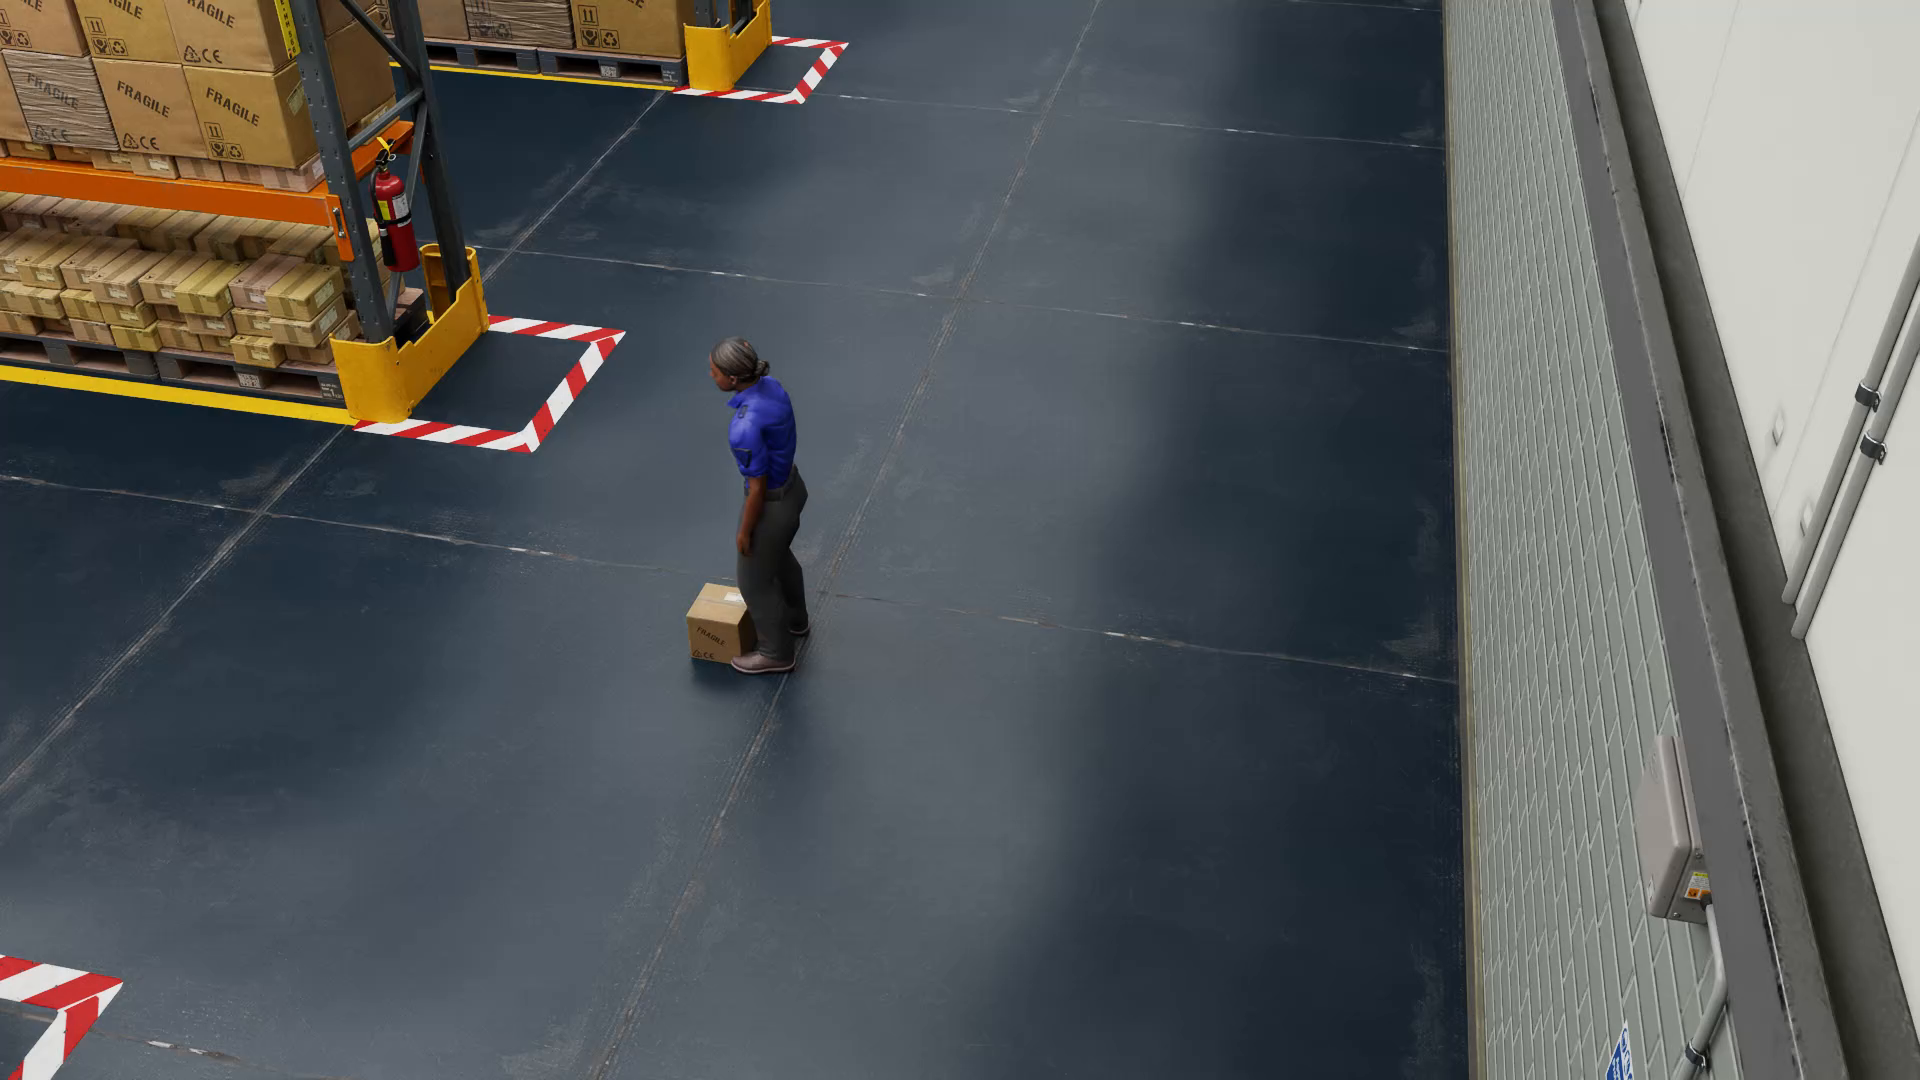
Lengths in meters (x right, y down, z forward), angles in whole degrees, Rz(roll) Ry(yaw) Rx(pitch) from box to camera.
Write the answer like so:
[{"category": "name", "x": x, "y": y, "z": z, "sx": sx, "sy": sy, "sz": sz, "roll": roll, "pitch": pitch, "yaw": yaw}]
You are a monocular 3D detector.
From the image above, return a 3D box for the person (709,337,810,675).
[{"category": "person", "x": -0.848, "y": -0.156, "z": 7.176, "sx": 0.348, "sy": 1.654, "sz": 0.509, "roll": 6, "pitch": 37, "yaw": 8}]
